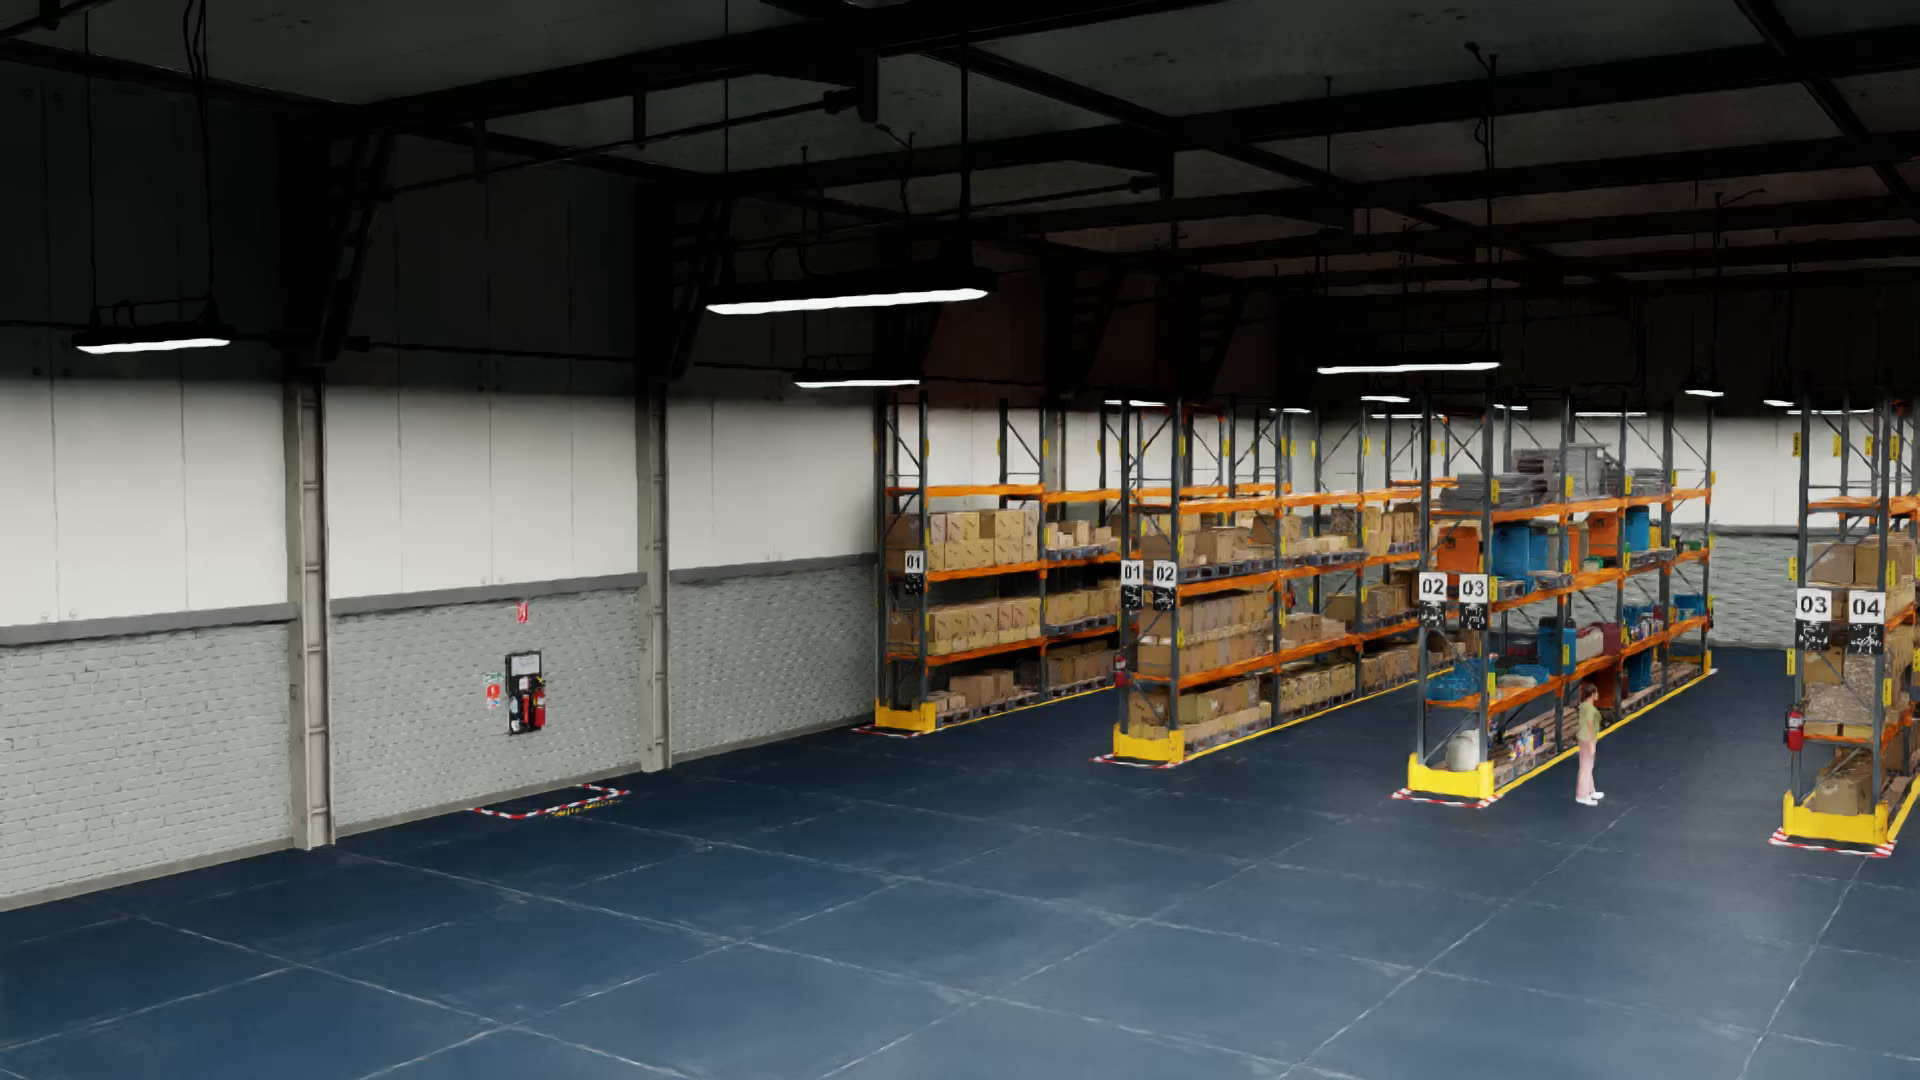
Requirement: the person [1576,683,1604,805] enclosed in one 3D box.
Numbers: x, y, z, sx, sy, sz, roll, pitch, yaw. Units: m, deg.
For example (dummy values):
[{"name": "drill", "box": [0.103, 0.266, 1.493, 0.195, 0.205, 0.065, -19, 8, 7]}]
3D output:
[{"name": "person", "box": [8.892, 2.850, 23.405, 0.454, 1.676, 0.539, 0, 3, 7]}]
